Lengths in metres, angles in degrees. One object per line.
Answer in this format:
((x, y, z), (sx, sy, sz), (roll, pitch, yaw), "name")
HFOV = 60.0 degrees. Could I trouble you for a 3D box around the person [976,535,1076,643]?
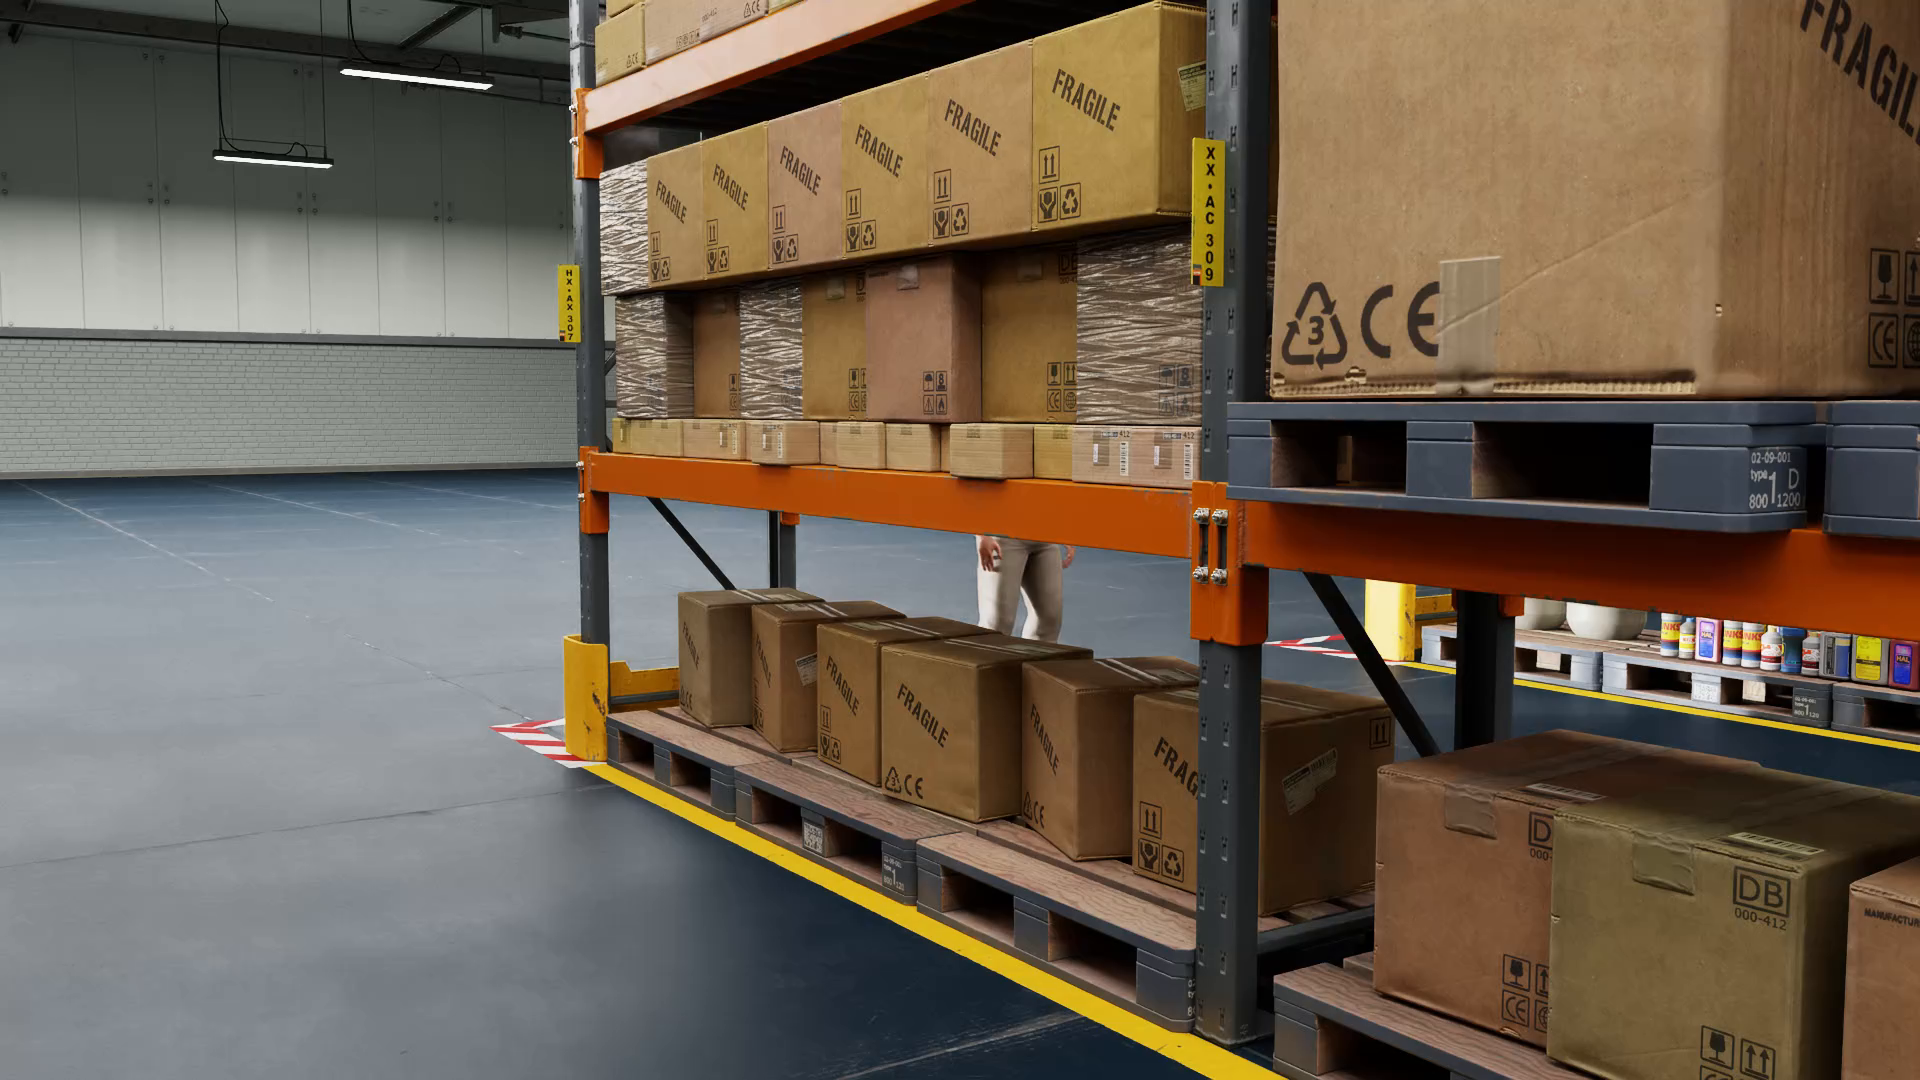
((0.299, -0.004, 7.940), (0.606, 1.728, 0.382), (-3, 6, -37), "person")
